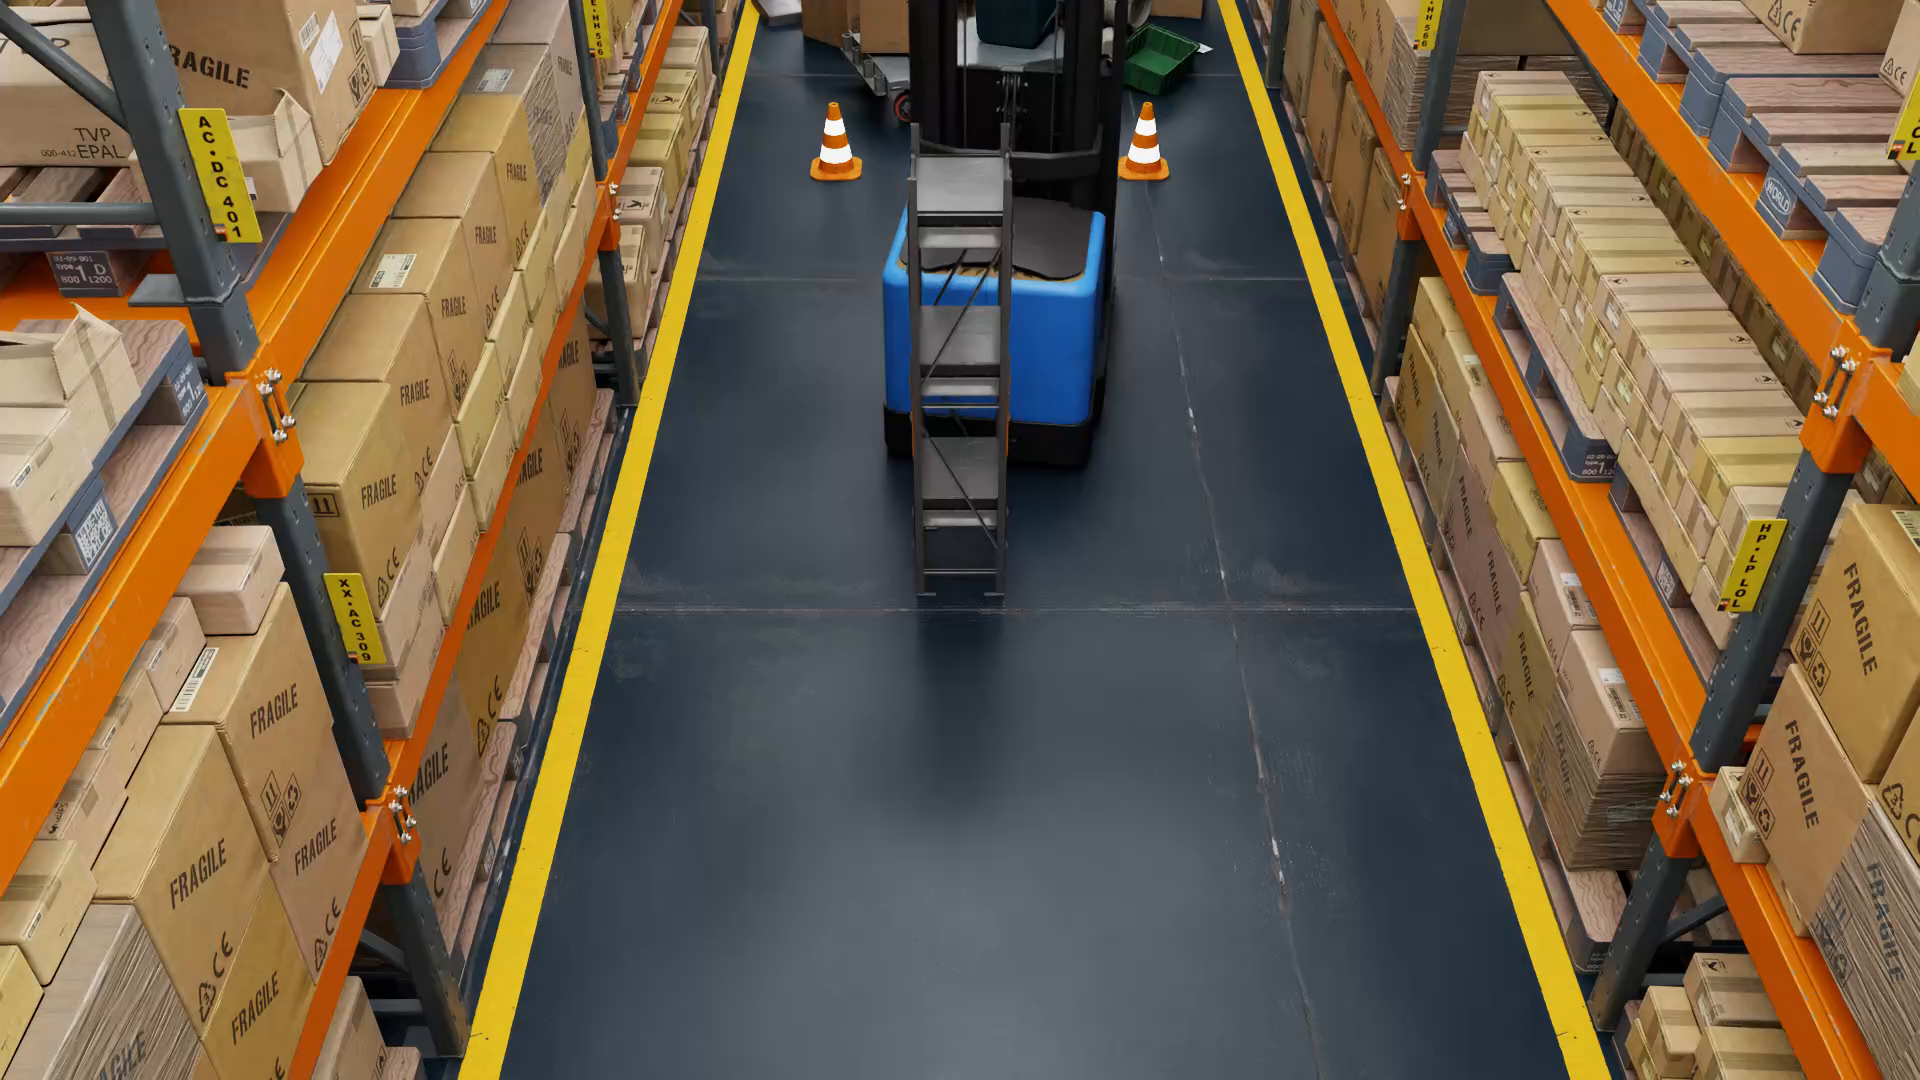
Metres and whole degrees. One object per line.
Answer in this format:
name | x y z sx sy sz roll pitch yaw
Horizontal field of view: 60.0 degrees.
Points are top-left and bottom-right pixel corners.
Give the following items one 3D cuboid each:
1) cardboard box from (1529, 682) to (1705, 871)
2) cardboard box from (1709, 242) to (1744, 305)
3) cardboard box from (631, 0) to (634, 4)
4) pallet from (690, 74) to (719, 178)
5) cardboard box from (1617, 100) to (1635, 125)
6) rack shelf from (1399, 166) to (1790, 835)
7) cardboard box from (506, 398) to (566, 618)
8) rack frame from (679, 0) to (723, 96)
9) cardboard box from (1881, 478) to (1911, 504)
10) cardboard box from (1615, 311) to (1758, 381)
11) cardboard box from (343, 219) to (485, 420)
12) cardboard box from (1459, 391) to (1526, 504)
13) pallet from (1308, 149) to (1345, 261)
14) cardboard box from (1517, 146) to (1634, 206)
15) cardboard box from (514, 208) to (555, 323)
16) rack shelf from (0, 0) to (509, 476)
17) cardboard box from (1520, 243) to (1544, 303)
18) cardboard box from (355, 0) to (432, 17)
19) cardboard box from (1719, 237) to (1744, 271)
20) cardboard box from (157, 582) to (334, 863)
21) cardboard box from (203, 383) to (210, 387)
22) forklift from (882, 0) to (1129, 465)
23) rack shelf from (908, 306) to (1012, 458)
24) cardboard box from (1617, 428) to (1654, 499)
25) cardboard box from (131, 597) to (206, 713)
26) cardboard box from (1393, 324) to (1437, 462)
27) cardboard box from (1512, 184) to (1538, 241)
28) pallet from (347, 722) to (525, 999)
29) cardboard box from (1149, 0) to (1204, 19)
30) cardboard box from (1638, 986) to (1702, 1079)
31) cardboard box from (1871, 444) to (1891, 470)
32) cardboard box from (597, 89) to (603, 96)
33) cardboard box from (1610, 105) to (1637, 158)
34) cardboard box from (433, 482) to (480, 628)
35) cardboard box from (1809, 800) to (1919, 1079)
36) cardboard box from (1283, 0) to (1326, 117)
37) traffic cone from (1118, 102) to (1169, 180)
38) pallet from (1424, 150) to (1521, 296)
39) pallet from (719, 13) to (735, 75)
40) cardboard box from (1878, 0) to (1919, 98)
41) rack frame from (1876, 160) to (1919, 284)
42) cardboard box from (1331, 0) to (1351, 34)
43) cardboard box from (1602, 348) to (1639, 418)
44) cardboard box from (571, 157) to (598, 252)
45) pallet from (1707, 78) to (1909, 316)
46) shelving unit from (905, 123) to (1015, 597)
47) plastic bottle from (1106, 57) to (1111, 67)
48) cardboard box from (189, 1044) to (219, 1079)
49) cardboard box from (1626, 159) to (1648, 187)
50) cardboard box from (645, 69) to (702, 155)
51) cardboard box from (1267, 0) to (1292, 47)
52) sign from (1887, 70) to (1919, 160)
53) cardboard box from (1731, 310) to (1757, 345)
cardboard box | 2.481 0.871 6.174 0.500 0.500 0.500 -1 39 -1
cardboard box | 3.189 -1.046 6.530 0.380 0.149 0.250 1 39 1
cardboard box | -2.005 -3.171 8.901 0.500 0.500 0.500 1 39 1
pallet | -2.223 -2.839 11.370 1.003 0.211 1.213 0 39 0
cardboard box | 3.188 -1.971 7.446 0.380 0.149 0.250 -1 39 -2
rack shelf | 2.732 -0.448 6.731 1.077 0.370 4.000 0 39 0
cardboard box | -2.306 -0.258 7.282 0.875 0.875 0.875 0 39 1
rack frame | -2.225 -4.414 11.105 1.000 3.000 0.127 0 39 0
cardboard box | 3.191 -0.069 5.310 0.380 0.149 0.250 -1 39 -1
cardboard box | 2.542 -0.675 5.828 0.380 0.149 0.250 -1 39 -2
cardboard box | -1.955 -0.748 5.651 0.500 0.500 0.500 -1 39 -1
cardboard box | 2.476 -0.403 7.163 0.500 0.250 0.500 0 39 0
pallet | 2.805 -2.146 10.504 1.003 0.211 1.213 0 39 0
cardboard box | 2.535 -1.501 6.860 0.380 0.149 0.250 -2 39 -2
cardboard box | -1.941 -1.106 6.697 0.500 0.250 0.500 -1 39 -1
rack shelf | -2.218 -1.552 5.710 1.077 0.370 4.000 0 39 0
cardboard box | 2.534 -1.094 6.827 0.380 0.149 0.250 1 39 1
cardboard box | -1.868 -1.836 5.261 0.396 0.266 0.258 3 39 4
cardboard box | 3.188 -1.163 6.437 0.380 0.149 0.250 2 39 2
cardboard box | -1.939 0.454 4.151 0.500 0.500 0.500 0 39 0
cardboard box | -2.468 -0.120 4.867 0.500 0.500 0.500 1 39 1
forklift | 0.320 -2.436 8.692 1.130 2.935 3.031 5 39 6
rack shelf | 0.000 -0.705 7.218 0.431 0.518 0.480 0 39 0
cardboard box | 2.536 -0.267 5.796 0.380 0.149 0.250 -2 39 -2
cardboard box | -2.006 0.264 3.870 0.380 0.149 0.250 1 39 1
cardboard box | 2.475 -0.726 8.165 0.500 0.500 0.500 -2 39 -2
cardboard box | 2.536 -1.365 6.927 0.380 0.149 0.250 0 39 0
pallet | -2.292 1.194 6.337 1.003 0.211 1.213 0 39 0
cardboard box | 1.697 -4.477 13.180 0.500 0.500 0.500 6 39 8
cardboard box | 2.414 1.581 5.330 0.380 0.149 0.250 2 39 2
cardboard box | 3.189 -0.358 5.432 0.380 0.149 0.250 0 39 0
cardboard box | -2.002 -2.359 8.406 0.380 0.149 0.250 -2 39 -3
cardboard box | 3.185 -1.853 7.536 0.380 0.149 0.250 1 39 1
cardboard box | -1.955 0.048 5.657 0.500 0.250 0.500 -1 39 -1
cardboard box | 2.490 0.986 4.049 0.500 0.500 0.500 0 39 0
cardboard box | 2.815 -3.379 11.276 1.050 0.750 0.750 0 39 0
traffic cone | 1.216 -2.651 10.934 0.336 0.463 0.334 0 39 0
pallet | 2.837 -1.459 7.571 1.213 0.211 1.003 0 39 0
pallet | -2.261 -3.746 12.501 1.003 0.211 1.213 0 39 0
cardboard box | 2.943 -1.328 4.591 0.500 0.311 0.500 -1 39 -1
rack frame | 2.734 -1.819 3.070 1.000 3.000 0.127 0 39 0
cardboard box | 2.456 -3.245 9.566 0.500 0.500 0.500 1 39 1
cardboard box | 2.533 -0.562 5.926 0.380 0.149 0.250 -2 39 -2
cardboard box | -1.960 -1.538 7.636 0.500 0.250 0.500 -1 39 -2
pallet | 2.840 -0.962 4.548 1.213 0.211 1.003 0 39 0
shelving unit | 0.000 -0.716 7.210 0.431 2.100 0.503 0 39 0
plastic bottle | 1.215 -3.506 12.322 0.133 0.061 0.283 -20 43 -23
cardboard box | -1.938 1.475 3.676 0.500 0.500 0.500 -1 39 -1
cardboard box | 3.188 -1.582 7.436 0.380 0.149 0.250 0 39 0
cardboard box | -2.218 -2.775 10.825 0.950 0.372 0.625 2 39 3
cardboard box | 2.794 -4.209 12.213 0.875 0.875 0.875 1 39 1
sign | 2.179 -1.002 3.720 0.100 0.325 0.005 0 39 0
cardboard box | 3.189 -0.765 6.416 0.380 0.149 0.250 -2 39 -2
